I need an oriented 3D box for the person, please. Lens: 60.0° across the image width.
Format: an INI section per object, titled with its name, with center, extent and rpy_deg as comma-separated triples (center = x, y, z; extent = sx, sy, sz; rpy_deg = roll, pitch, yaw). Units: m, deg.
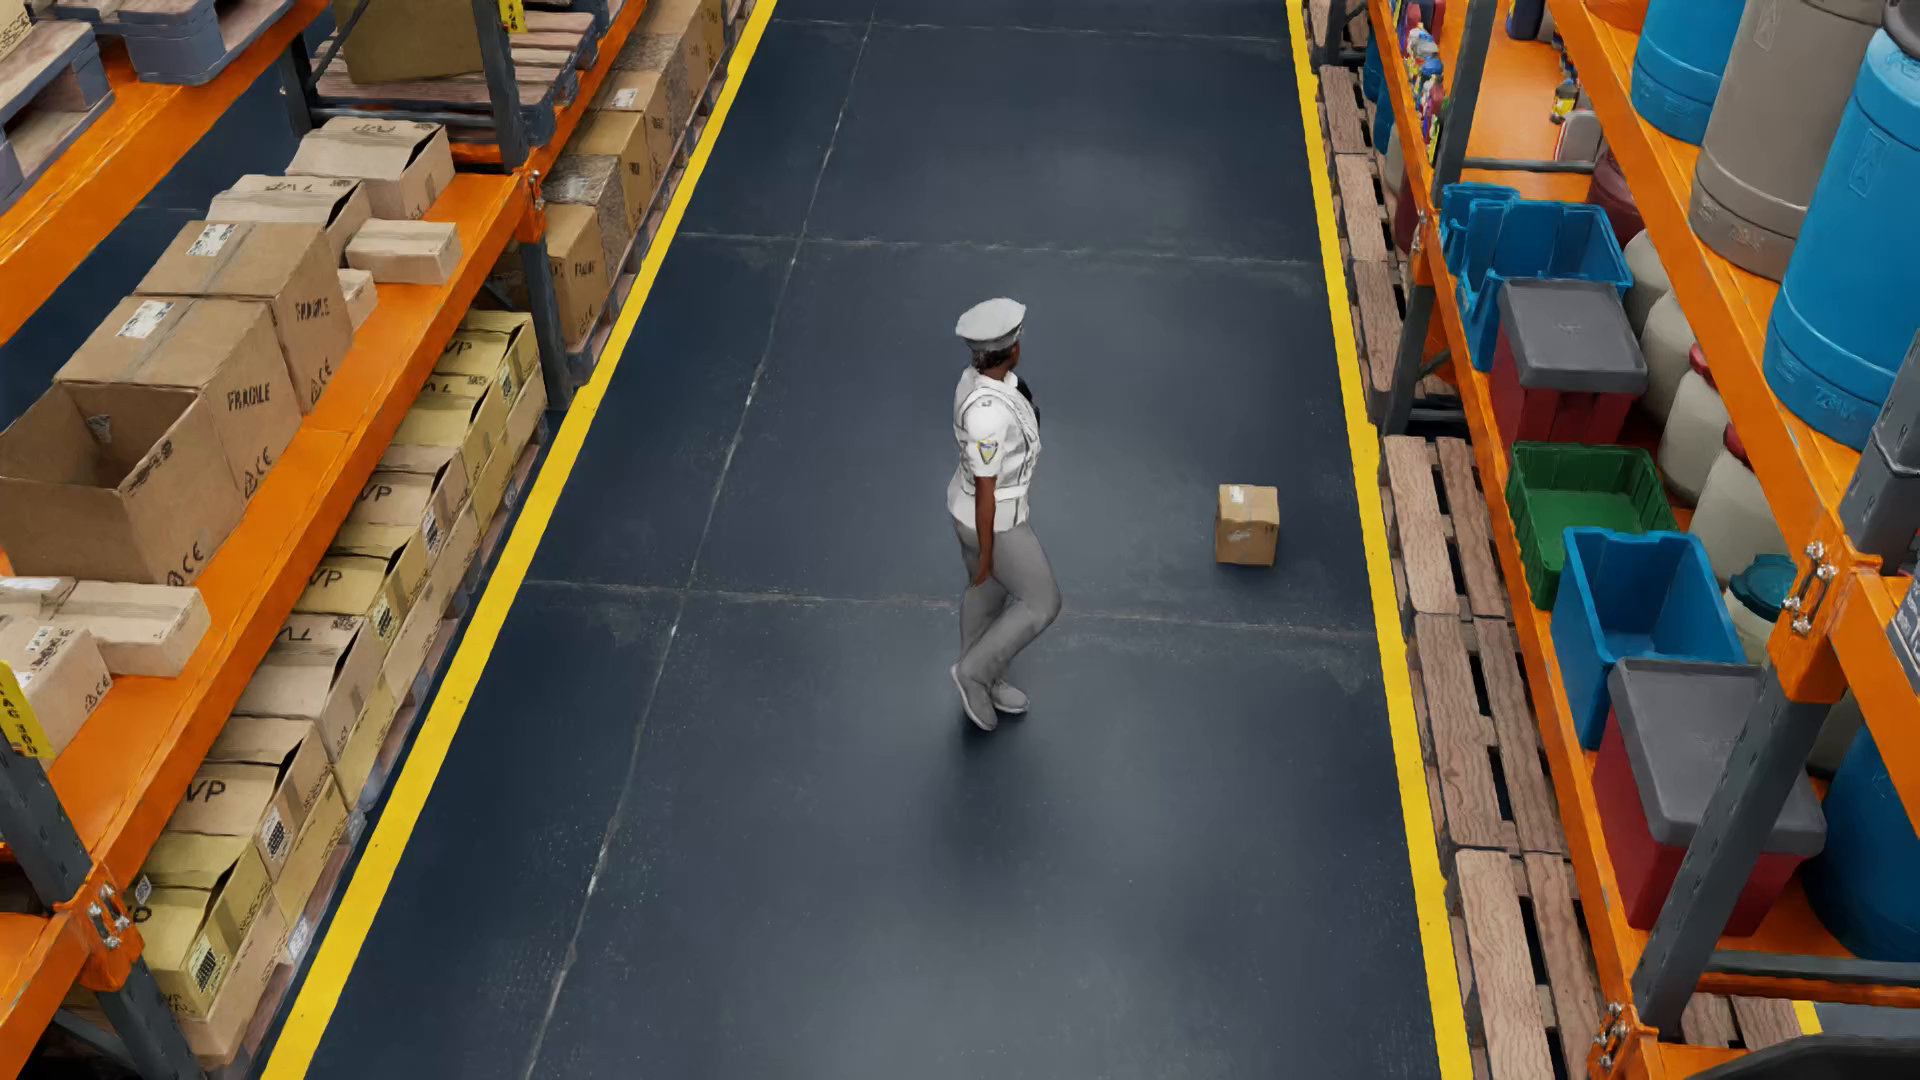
[person]
center = 0.169, -0.049, 6.204
extent = 0.438, 1.656, 0.663
rpy_deg = 0, 40, 0
